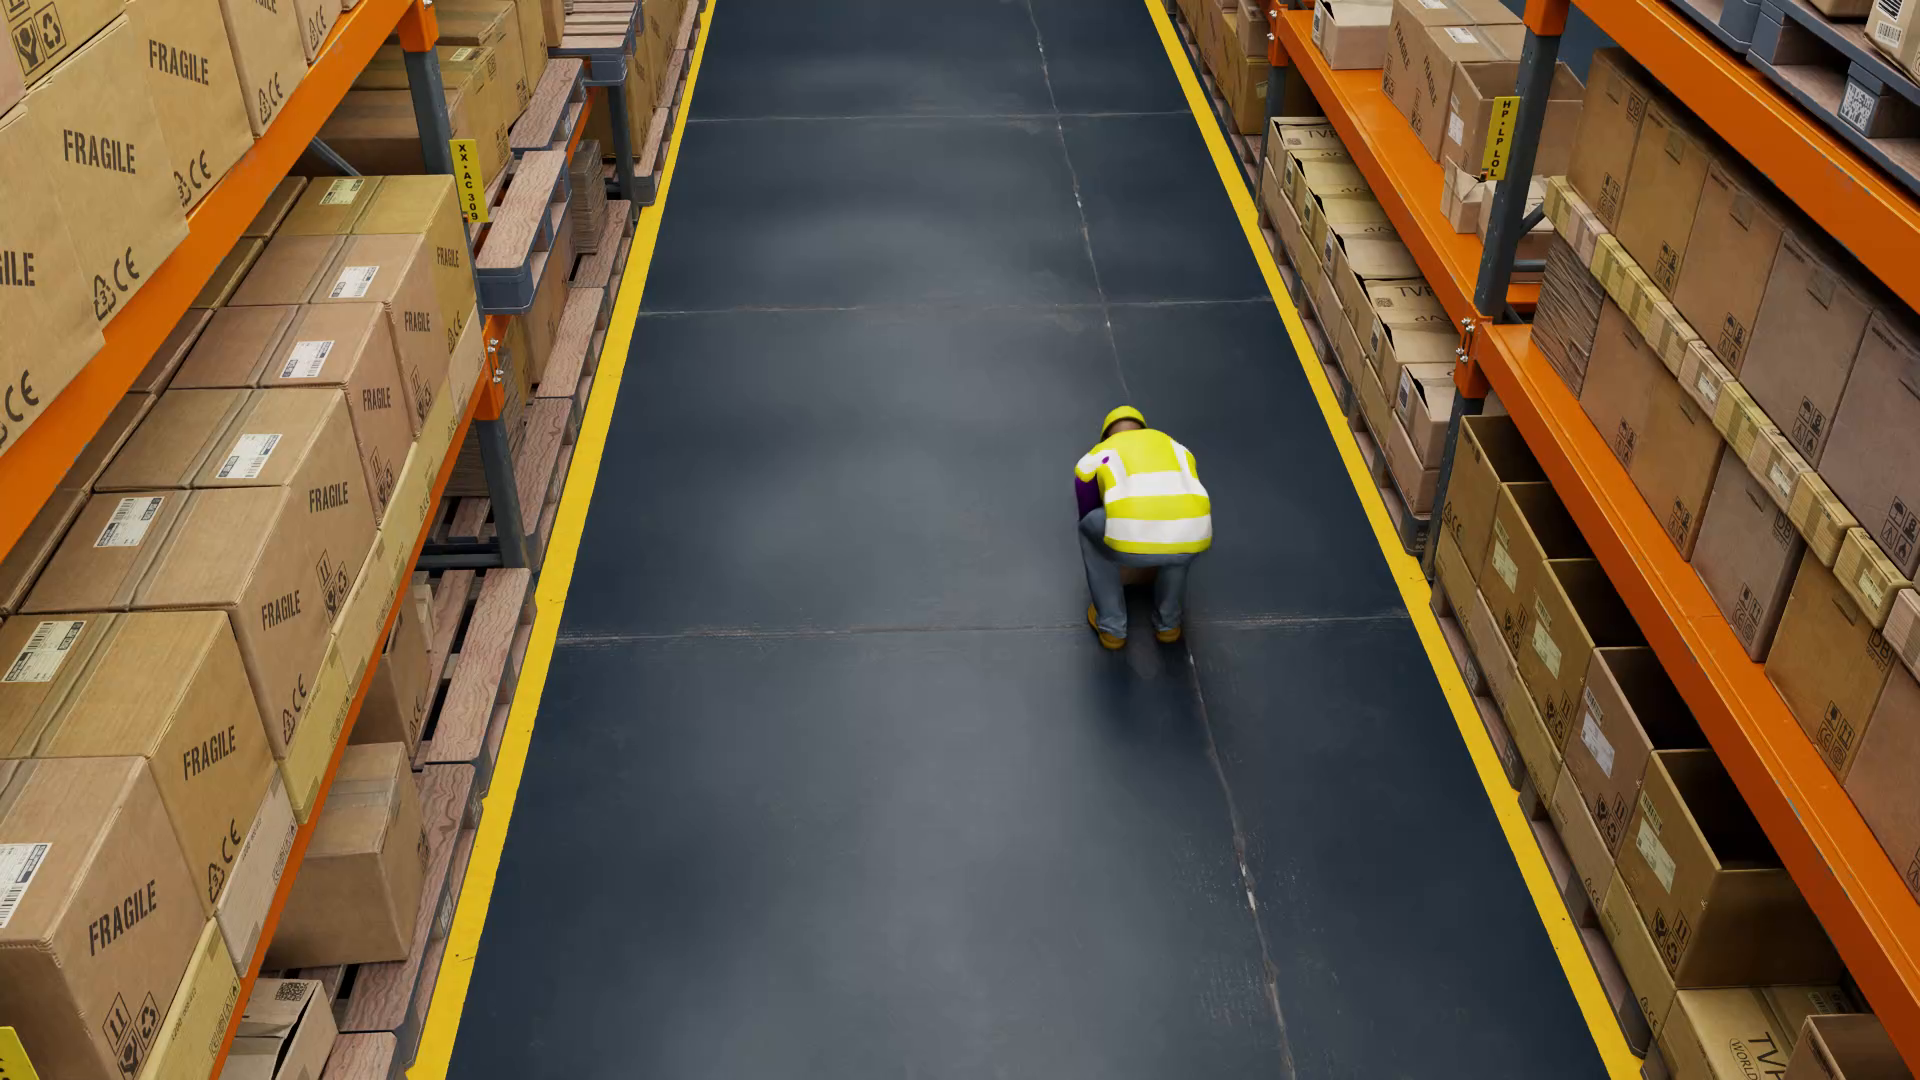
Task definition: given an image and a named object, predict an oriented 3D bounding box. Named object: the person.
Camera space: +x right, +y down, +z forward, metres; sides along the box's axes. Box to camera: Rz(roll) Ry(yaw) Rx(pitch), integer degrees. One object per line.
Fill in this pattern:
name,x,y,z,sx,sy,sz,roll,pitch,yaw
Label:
person,0.745,-0.049,7.012,0.511,0.864,0.980,-3,35,-4
